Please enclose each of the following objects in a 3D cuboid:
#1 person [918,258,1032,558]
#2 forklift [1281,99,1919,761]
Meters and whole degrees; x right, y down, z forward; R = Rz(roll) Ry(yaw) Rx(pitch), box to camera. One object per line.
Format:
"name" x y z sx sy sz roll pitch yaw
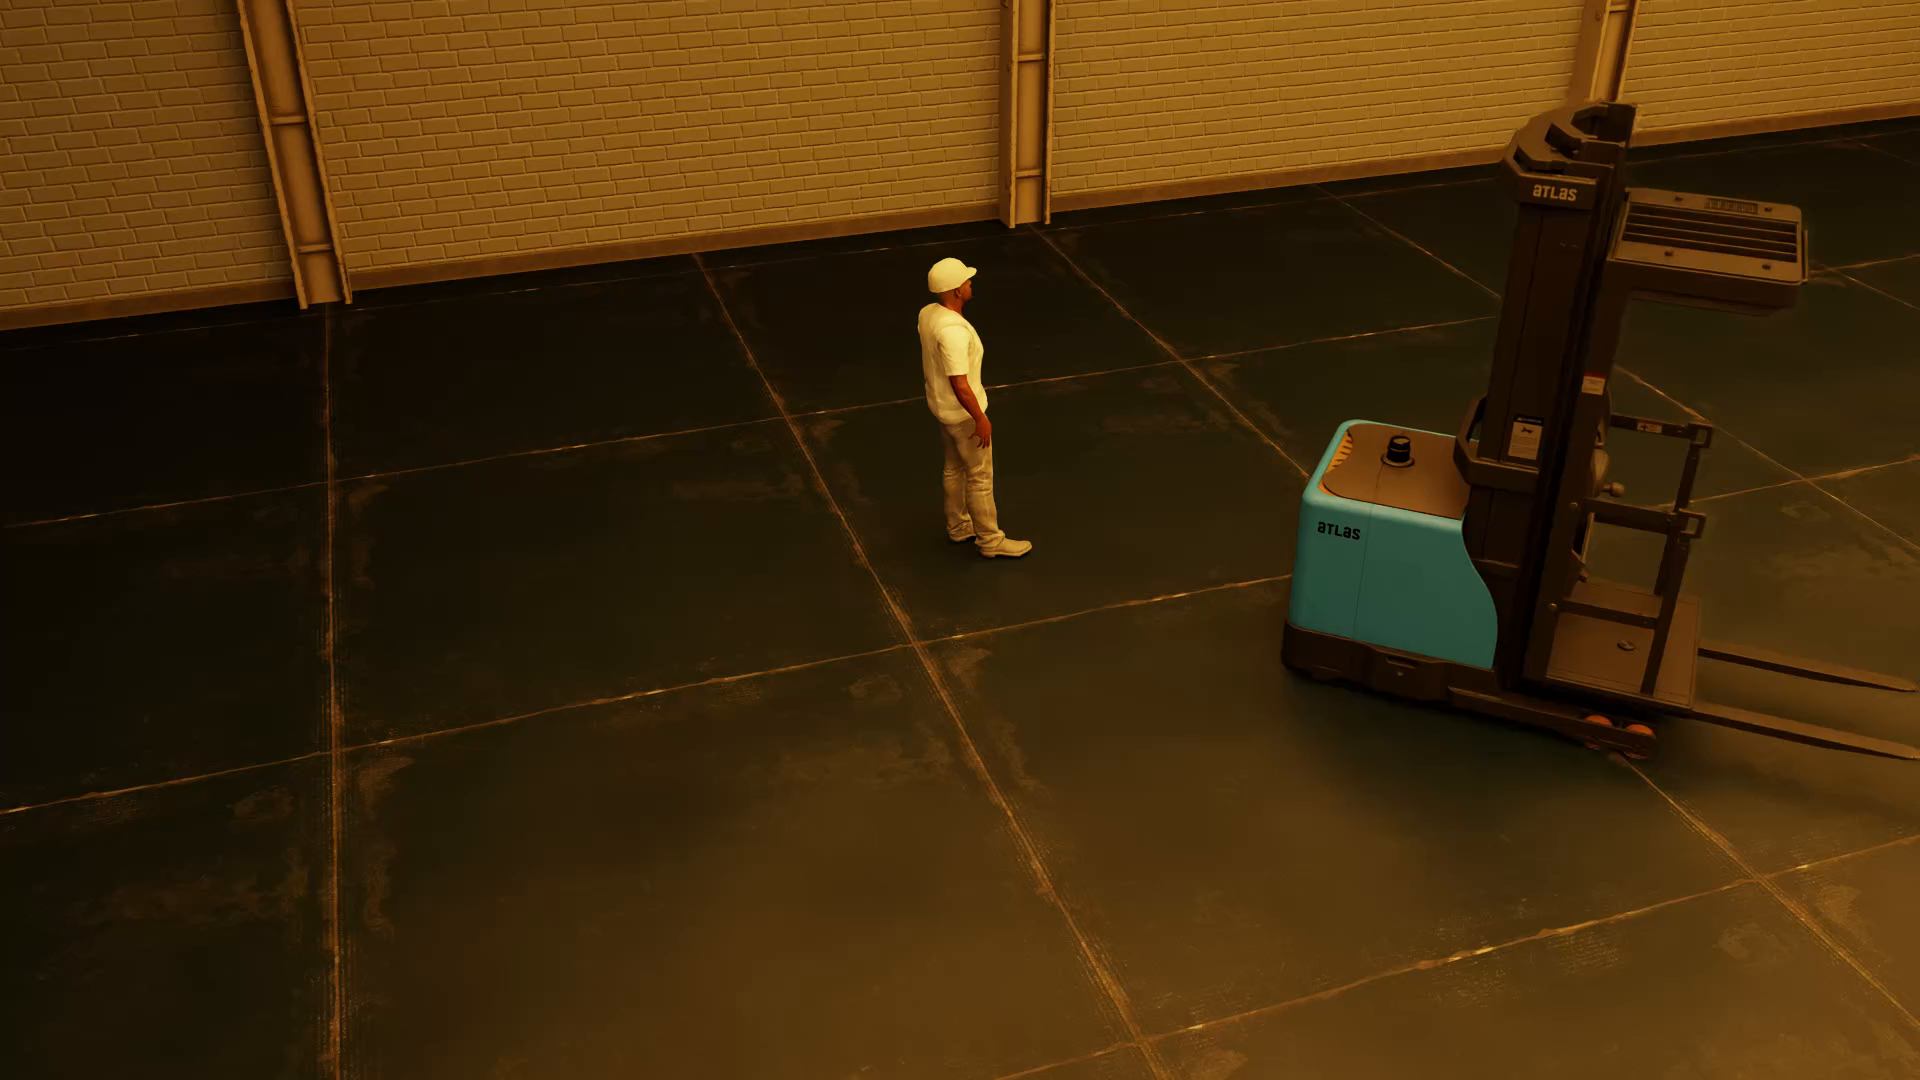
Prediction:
"person" 0.067 -0.780 9.596 0.577 1.765 0.666 -10 31 -16
"forklift" 3.265 -0.499 7.954 3.031 2.935 1.130 12 32 20
